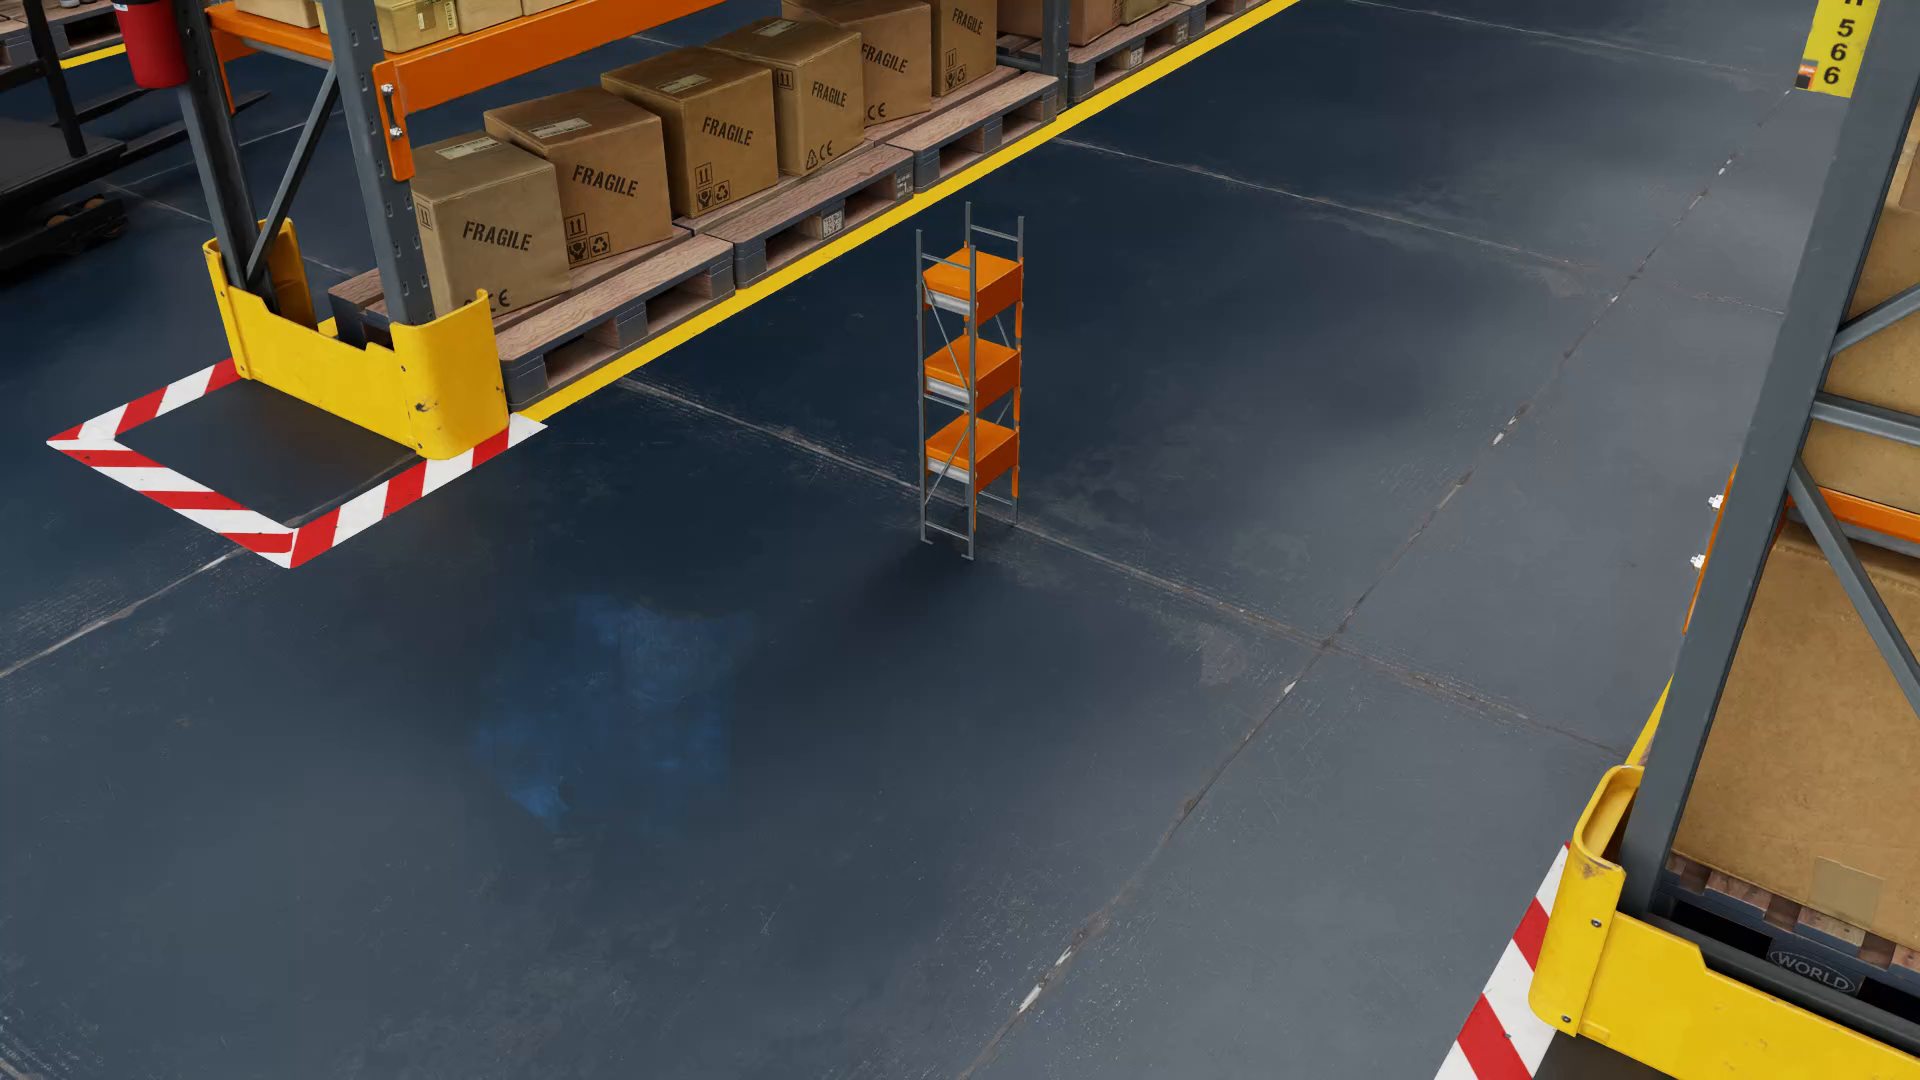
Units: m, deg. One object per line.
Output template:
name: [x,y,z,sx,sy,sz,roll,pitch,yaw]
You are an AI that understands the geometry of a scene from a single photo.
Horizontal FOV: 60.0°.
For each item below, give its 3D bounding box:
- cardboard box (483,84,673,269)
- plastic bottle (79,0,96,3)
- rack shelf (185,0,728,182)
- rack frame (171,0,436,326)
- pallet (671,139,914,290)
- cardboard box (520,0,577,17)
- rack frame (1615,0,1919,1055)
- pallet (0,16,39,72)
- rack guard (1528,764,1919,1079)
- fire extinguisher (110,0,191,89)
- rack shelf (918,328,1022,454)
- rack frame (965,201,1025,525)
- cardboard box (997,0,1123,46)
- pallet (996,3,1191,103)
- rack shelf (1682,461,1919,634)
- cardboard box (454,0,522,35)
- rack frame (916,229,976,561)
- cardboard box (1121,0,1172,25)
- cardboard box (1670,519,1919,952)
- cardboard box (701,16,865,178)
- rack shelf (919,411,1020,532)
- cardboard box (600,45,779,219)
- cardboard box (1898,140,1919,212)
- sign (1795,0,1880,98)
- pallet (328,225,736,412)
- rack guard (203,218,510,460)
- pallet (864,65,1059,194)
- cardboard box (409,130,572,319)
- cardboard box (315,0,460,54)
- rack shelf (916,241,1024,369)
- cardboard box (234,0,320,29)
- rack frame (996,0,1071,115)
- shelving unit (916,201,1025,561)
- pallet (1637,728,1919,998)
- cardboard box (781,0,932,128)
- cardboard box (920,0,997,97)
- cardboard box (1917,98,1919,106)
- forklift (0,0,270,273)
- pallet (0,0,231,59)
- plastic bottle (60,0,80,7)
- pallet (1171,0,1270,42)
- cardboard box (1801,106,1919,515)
cardboard box: [-1.497,-1.436,6.552,0.500,0.500,0.500,-25,41,-32]
plastic bottle: [-4.900,-3.117,9.286,0.097,0.201,0.097,0,34,0]
rack shelf: [-1.039,-2.351,6.692,1.077,0.370,4.000,21,39,28]
rack frame: [-2.180,-1.729,5.129,1.000,3.000,0.127,21,39,28]
pallet: [-0.948,-1.531,7.325,1.003,0.211,1.213,21,39,28]
cardboard box: [-1.508,-1.899,5.605,0.380,0.149,0.250,21,39,28]
rack frame: [1.837,-0.098,2.718,1.000,3.000,0.127,21,39,28]
pallet: [-5.776,-2.578,8.874,1.003,0.211,1.213,21,39,28]
rack guard: [1.824,0.948,3.401,1.175,0.500,0.348,21,39,28]
fire extinguisher: [-2.624,-1.791,5.290,0.296,0.674,0.183,21,39,28]
rack shelf: [0.031,-0.451,4.998,0.215,0.259,0.240,21,39,28]
rack frame: [0.100,-0.516,5.075,0.200,1.050,0.008,21,39,28]
cardboard box: [0.469,-2.992,8.836,0.700,0.500,0.500,18,38,25]
pallet: [0.544,-2.773,9.163,1.003,0.211,1.213,21,39,28]
rack shelf: [2.978,-0.721,4.280,1.077,0.370,4.000,21,39,28]
cardboard box: [-1.663,-1.789,5.442,0.380,0.149,0.250,21,39,28]
rack frame: [-0.039,-0.403,4.909,0.200,1.050,0.008,21,39,28]
cardboard box: [0.756,-3.206,9.151,0.700,0.500,0.500,21,39,28]
cardboard box: [2.170,0.275,3.688,0.875,0.875,0.875,21,40,28]
cardboard box: [-0.770,-1.960,7.327,0.500,0.500,0.500,18,38,24]
rack shelf: [0.031,-0.221,5.154,0.215,0.259,0.240,21,39,28]
cardboard box: [-1.125,-1.718,6.969,0.500,0.500,0.500,25,42,32]
cardboard box: [2.081,-0.766,2.607,0.875,0.550,0.550,21,39,28]
sign: [1.399,-0.856,2.593,0.100,0.325,0.005,21,39,28]
pallet: [-1.644,-0.971,6.498,1.003,0.211,1.213,21,39,28]
rack guard: [-2.137,-0.729,5.881,1.175,0.500,0.348,21,39,28]
pallet: [-0.253,-2.094,8.159,1.003,0.211,1.213,21,39,28]
cardboard box: [-1.810,-1.150,6.129,0.500,0.500,0.500,-29,43,-35]
cardboard box: [-1.821,-1.680,5.281,0.380,0.149,0.250,21,39,28]
rack shelf: [0.031,-0.686,4.839,0.215,0.259,0.240,21,39,28]
cardboard box: [-2.187,-1.822,5.491,0.380,0.149,0.250,21,39,28]
rack frame: [0.101,-3.570,7.851,1.000,3.000,0.127,21,39,28]
shelving unit: [0.031,-0.460,4.992,0.215,1.050,0.252,21,39,28]
pallet: [2.229,0.664,4.080,1.003,0.211,1.213,21,39,28]
cardboard box: [-0.480,-2.271,7.787,0.500,0.500,0.500,-23,40,-30]
cardboard box: [-0.160,-2.537,8.180,0.500,0.500,0.500,20,39,27]
cardboard box: [2.318,-1.049,3.025,0.875,0.550,0.550,21,39,28]
forklift: [-4.262,-2.506,6.339,1.130,2.935,3.031,14,36,20]
pallet: [-5.080,-3.137,9.701,1.003,0.211,1.213,21,39,28]
plastic bottle: [-4.959,-3.098,9.196,0.097,0.271,0.097,0,34,0]
pallet: [1.239,-3.337,9.996,1.003,0.211,1.213,21,39,28]
cardboard box: [2.012,-0.346,2.949,0.875,0.550,0.550,21,39,28]
